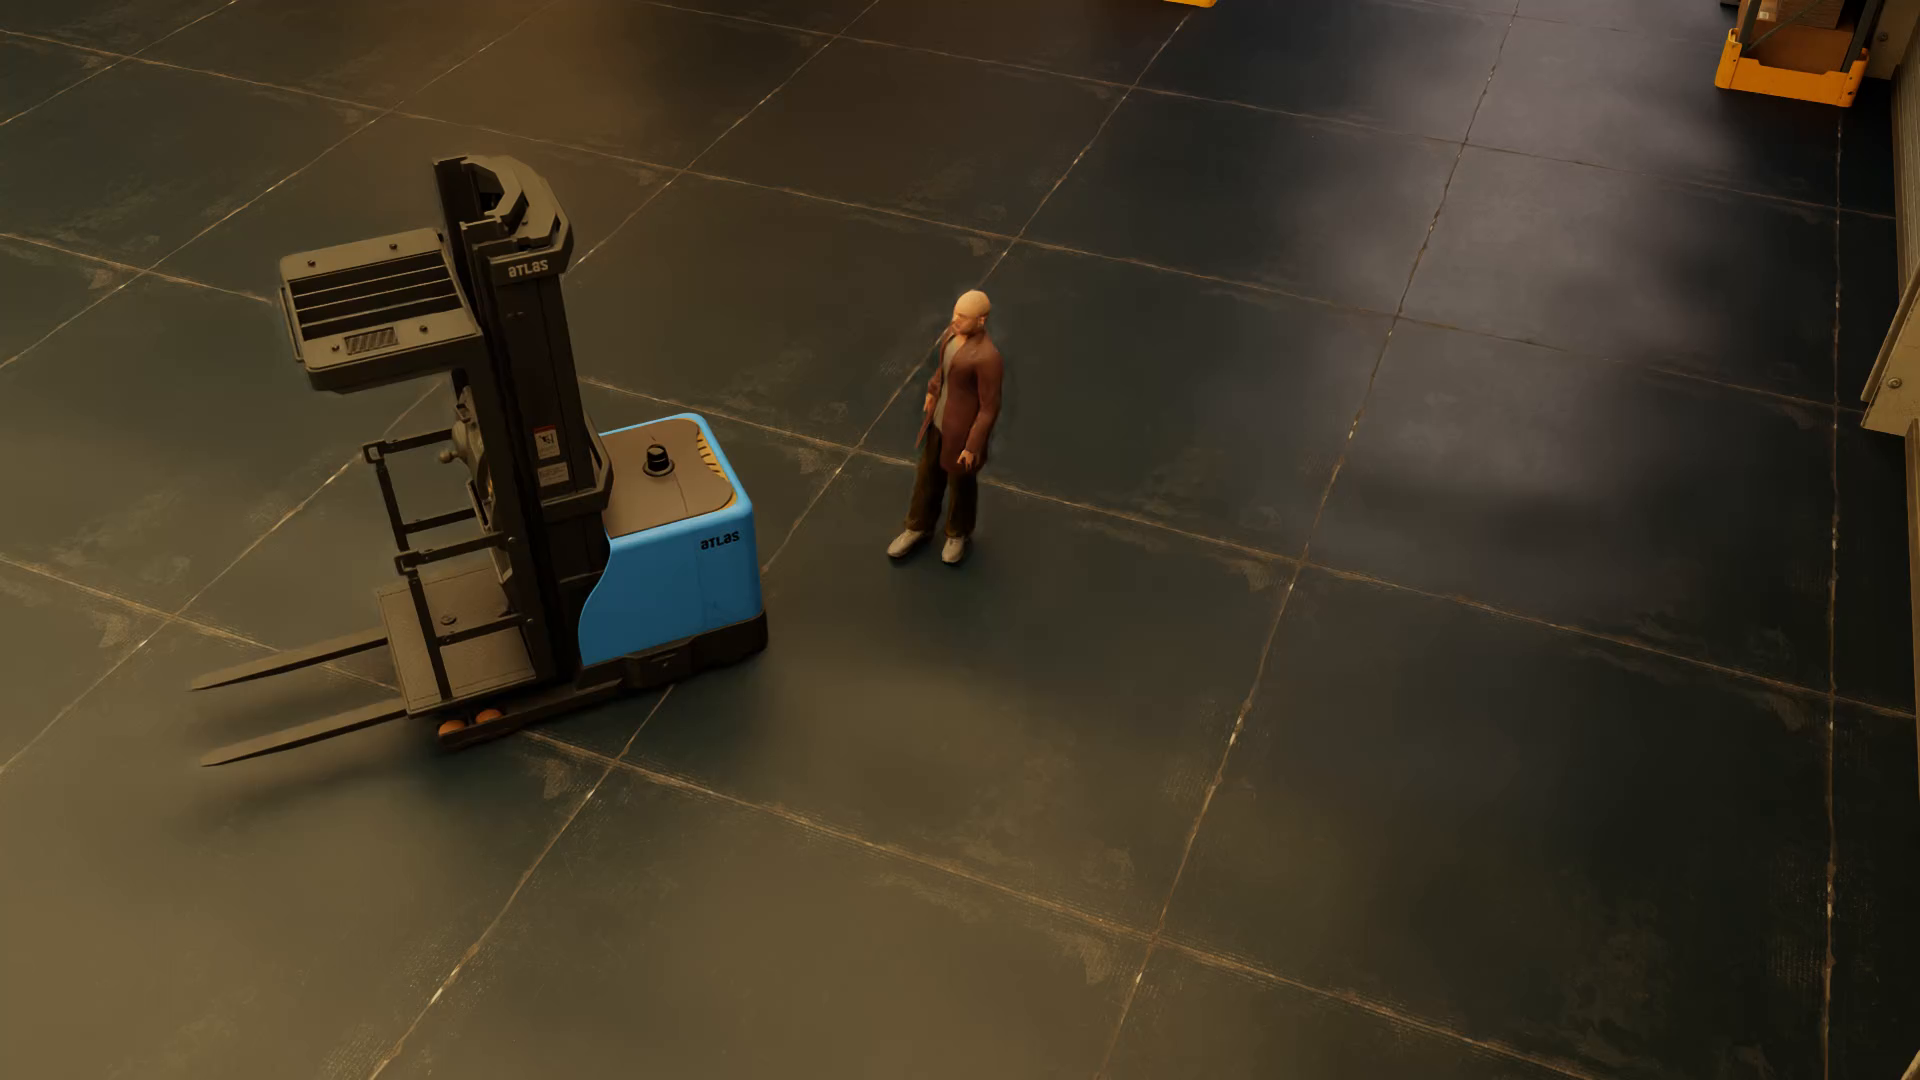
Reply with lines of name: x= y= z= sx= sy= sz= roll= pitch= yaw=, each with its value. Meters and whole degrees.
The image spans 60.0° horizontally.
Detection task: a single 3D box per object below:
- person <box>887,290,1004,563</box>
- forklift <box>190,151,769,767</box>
person: x=-0.130 y=-0.646 z=9.669 sx=0.669 sy=1.779 sz=0.697 roll=-16 pitch=42 yaw=-18
forklift: x=-2.657 y=-0.381 z=8.462 sx=3.031 sy=2.935 sz=1.130 roll=-16 pitch=43 yaw=-18
